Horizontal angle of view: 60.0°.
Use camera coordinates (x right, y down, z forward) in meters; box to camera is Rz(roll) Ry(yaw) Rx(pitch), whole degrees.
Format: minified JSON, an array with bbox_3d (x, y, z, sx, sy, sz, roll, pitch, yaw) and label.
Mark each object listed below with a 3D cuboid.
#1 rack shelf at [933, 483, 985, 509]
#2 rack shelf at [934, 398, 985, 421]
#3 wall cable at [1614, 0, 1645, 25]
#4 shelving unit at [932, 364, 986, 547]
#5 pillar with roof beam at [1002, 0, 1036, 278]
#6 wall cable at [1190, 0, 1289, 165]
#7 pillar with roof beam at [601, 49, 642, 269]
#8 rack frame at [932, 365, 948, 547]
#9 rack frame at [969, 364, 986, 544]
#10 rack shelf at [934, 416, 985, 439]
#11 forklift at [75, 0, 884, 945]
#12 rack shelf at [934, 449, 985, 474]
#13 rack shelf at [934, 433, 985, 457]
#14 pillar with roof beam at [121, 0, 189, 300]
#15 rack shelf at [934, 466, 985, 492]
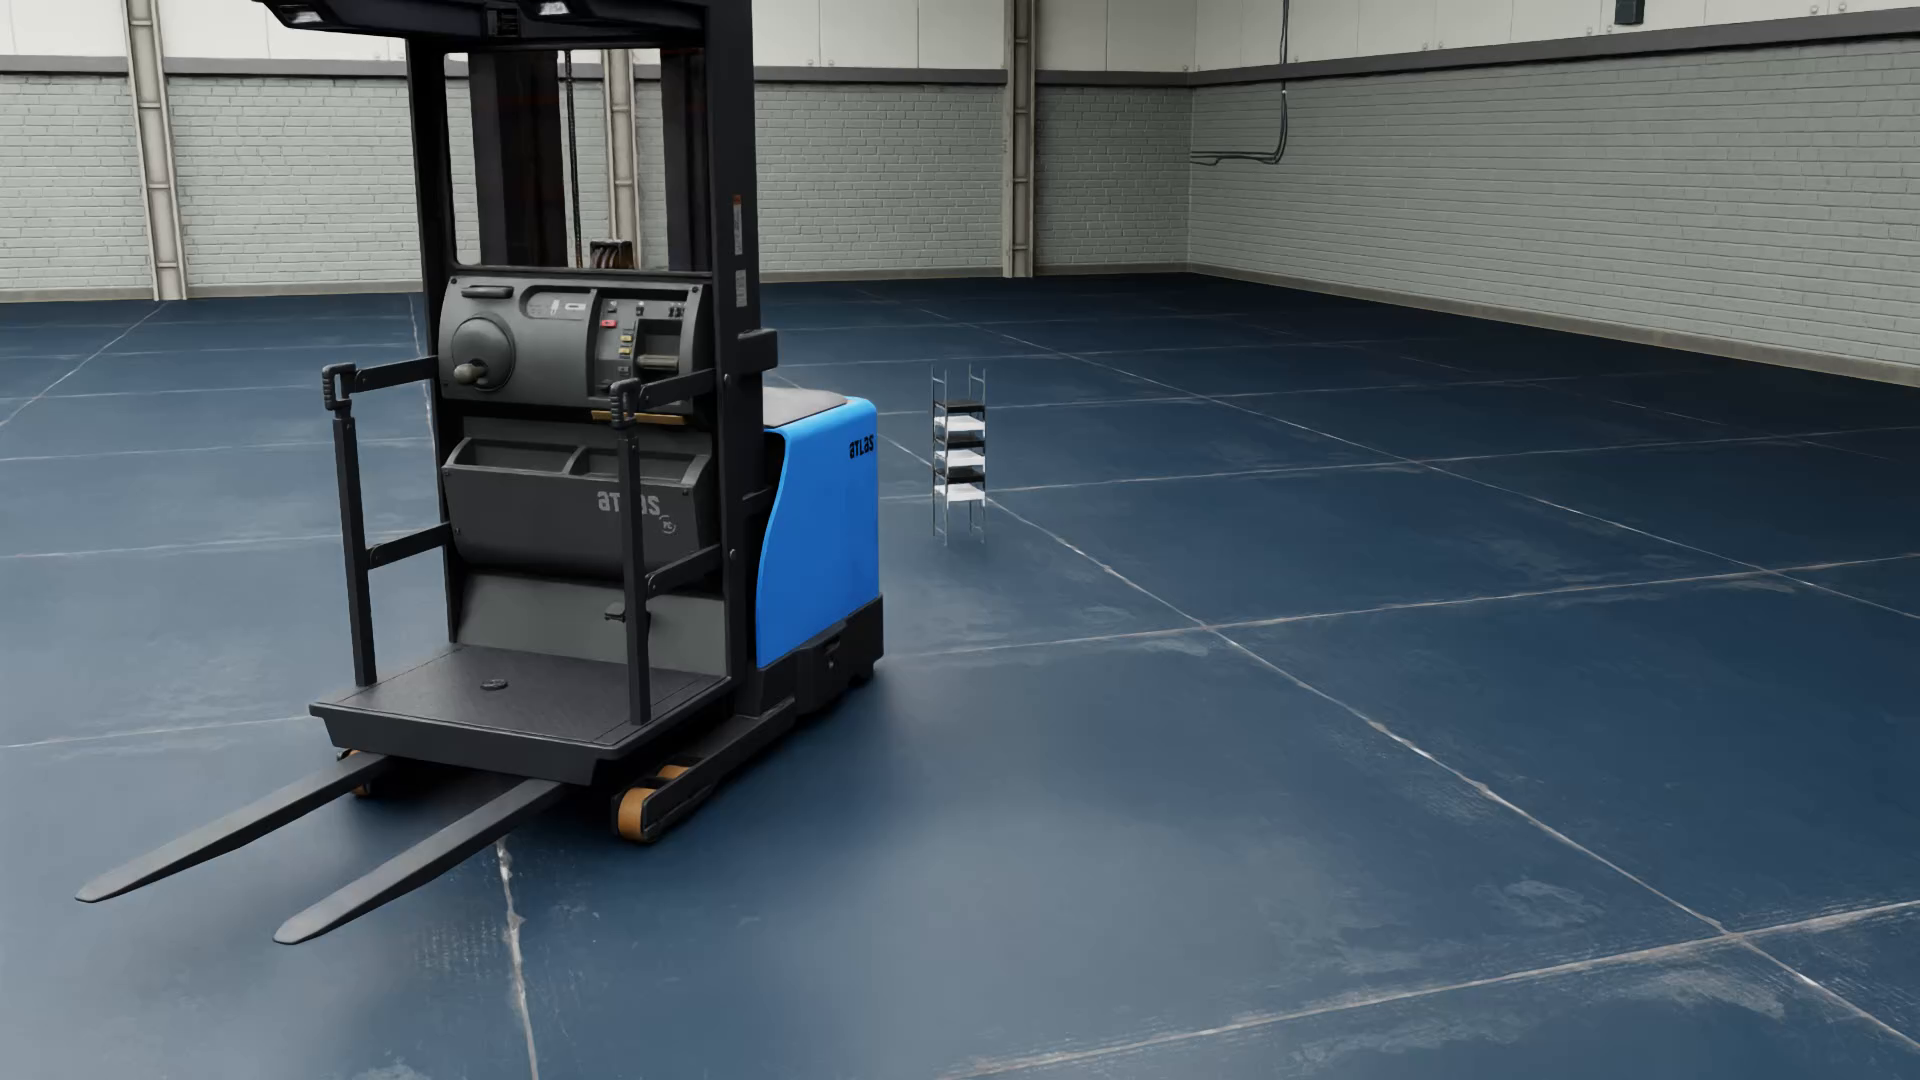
[{"bbox_3d":[-0.008,-0.230,8.586,0.200,0.077,0.258,-4,14,-18],"label":"rack shelf"},{"bbox_3d":[-0.008,-0.667,8.481,0.200,0.077,0.258,-4,14,-18],"label":"rack shelf"},{"bbox_3d":[7.121,-7.966,15.338,0.169,6.003,2.305,-4,14,-18],"label":"wall cable"},{"bbox_3d":[-0.008,-0.437,8.536,0.210,0.900,0.258,-4,14,-18],"label":"shelving unit"},{"bbox_3d":[2.267,-7.523,20.826,0.400,9.000,9.100,-4,14,-18],"label":"pillar with roof beam"},{"bbox_3d":[4.108,-6.884,24.849,0.112,2.526,3.097,-4,14,-18],"label":"wall cable"},{"bbox_3d":[-3.419,-7.081,18.964,0.400,9.000,9.100,-4,14,-18],"label":"pillar with roof beam"},{"bbox_3d":[-0.104,-0.430,8.505,0.006,0.900,0.240,-4,14,-18],"label":"rack frame"},{"bbox_3d":[0.089,-0.445,8.568,0.006,0.900,0.240,-4,14,-18],"label":"rack frame"},{"bbox_3d":[-0.008,-0.580,8.502,0.200,0.077,0.258,-4,14,-18],"label":"rack shelf"},{"bbox_3d":[-1.298,-0.641,5.005,1.130,2.935,3.031,5,14,20],"label":"forklift"},{"bbox_3d":[-0.008,-0.405,8.544,0.200,0.077,0.258,-4,14,-18],"label":"rack shelf"},{"bbox_3d":[-0.008,-0.492,8.523,0.200,0.077,0.258,-4,14,-18],"label":"rack shelf"},{"bbox_3d":[-9.106,-6.638,17.102,0.400,9.000,9.100,-4,14,-18],"label":"pillar with roof beam"},{"bbox_3d":[-0.008,-0.317,8.565,0.200,0.077,0.258,-4,14,-18],"label":"rack shelf"}]
